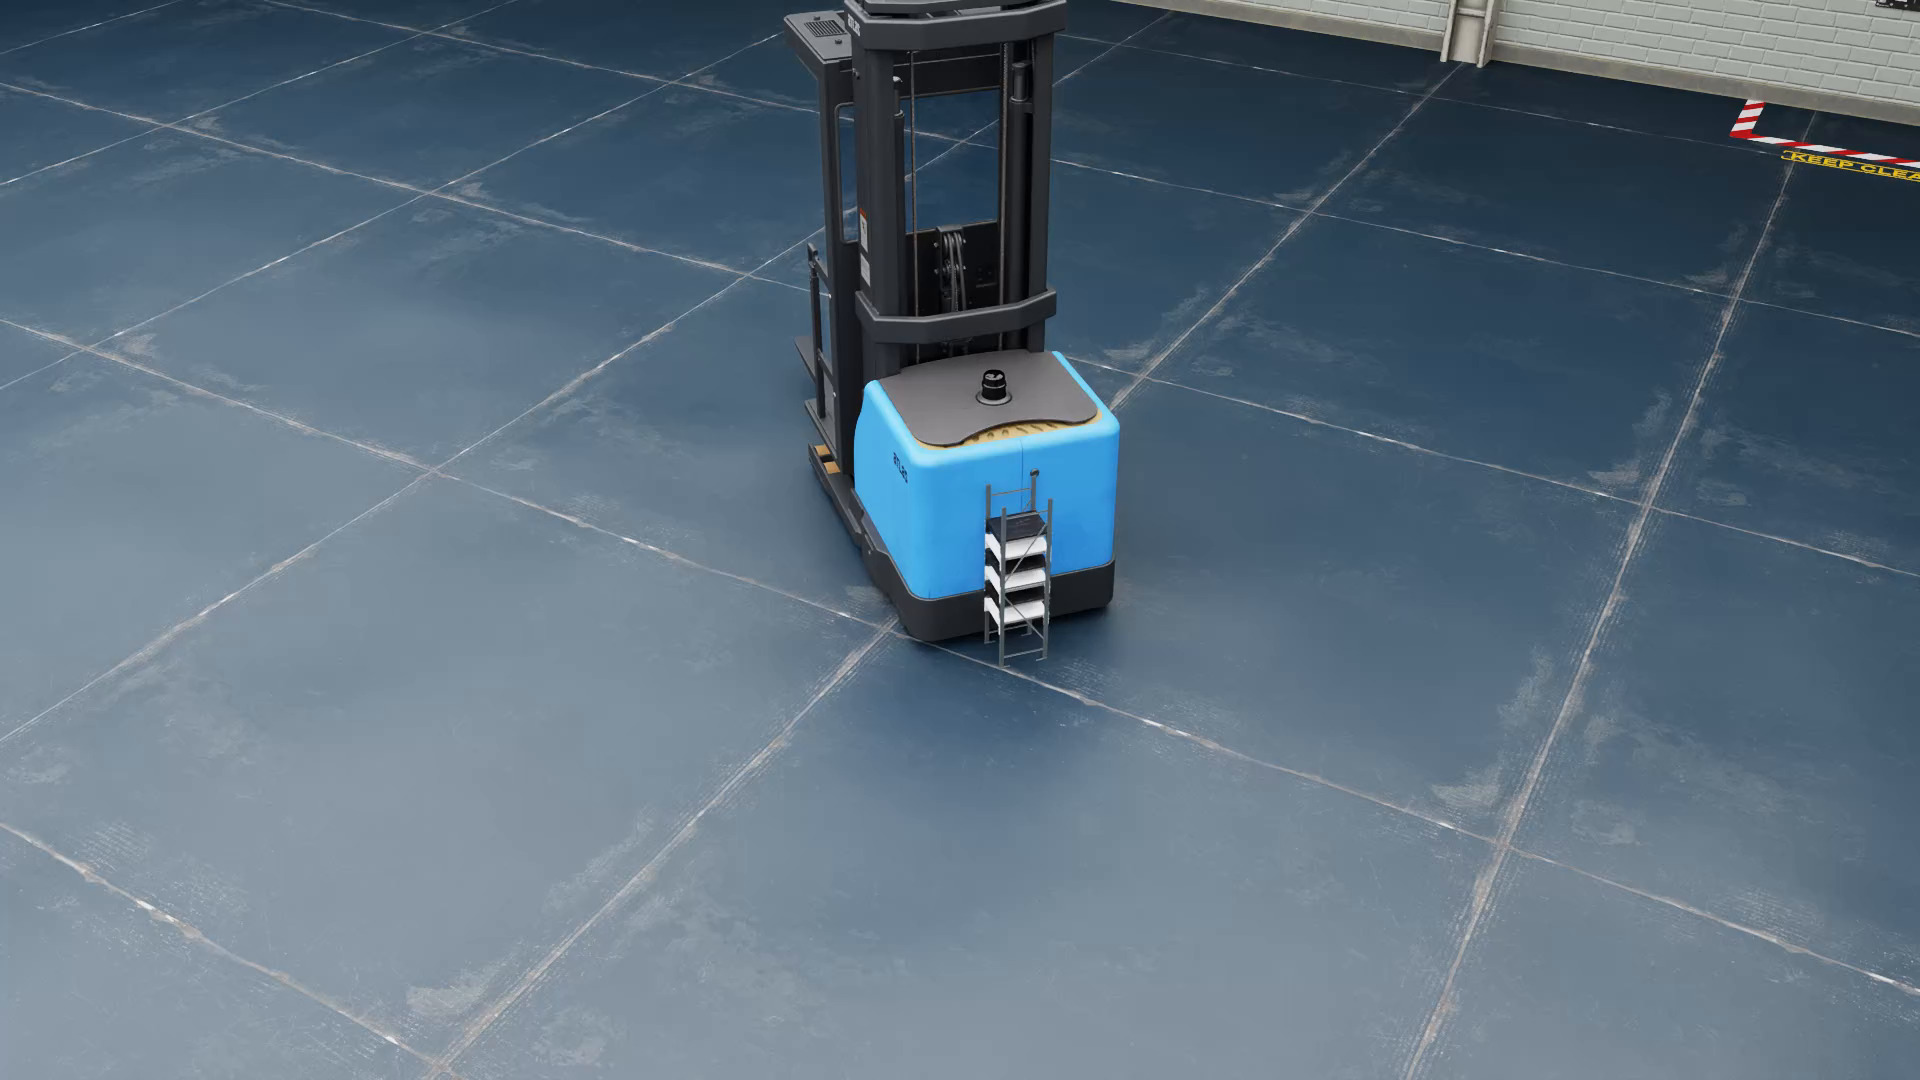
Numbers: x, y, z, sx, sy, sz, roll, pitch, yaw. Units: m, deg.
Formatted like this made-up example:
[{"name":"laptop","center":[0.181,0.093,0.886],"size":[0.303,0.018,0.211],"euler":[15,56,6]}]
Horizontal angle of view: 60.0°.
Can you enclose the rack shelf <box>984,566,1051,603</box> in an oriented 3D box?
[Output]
[{"name":"rack shelf","center":[0.266,0.184,7.721],"size":[0.258,0.077,0.200],"euler":[-11,35,-16]}]

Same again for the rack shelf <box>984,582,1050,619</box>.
[{"name":"rack shelf","center":[0.266,0.259,7.771],"size":[0.258,0.077,0.200],"euler":[-11,35,-16]}]

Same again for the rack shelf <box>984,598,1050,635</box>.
[{"name":"rack shelf","center":[0.266,0.334,7.821],"size":[0.258,0.077,0.200],"euler":[-11,35,-16]}]

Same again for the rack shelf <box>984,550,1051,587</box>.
[{"name":"rack shelf","center":[0.266,0.109,7.671],"size":[0.258,0.077,0.200],"euler":[-11,35,-16]}]

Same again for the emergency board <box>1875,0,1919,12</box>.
[{"name":"emergency board","center":[7.784,-4.771,13.209],"size":[0.626,1.169,0.157],"euler":[18,37,24]}]

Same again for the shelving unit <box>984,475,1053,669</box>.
[{"name":"shelving unit","center":[0.266,0.157,7.703],"size":[0.258,0.900,0.210],"euler":[-11,35,-16]}]

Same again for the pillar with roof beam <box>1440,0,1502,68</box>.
[{"name":"pillar with roof beam","center":[2.563,-6.138,9.848],"size":[0.400,9.000,9.100],"euler":[18,37,24]}]

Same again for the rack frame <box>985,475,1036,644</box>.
[{"name":"rack frame","center":[0.233,0.103,7.783],"size":[0.240,0.900,0.006],"euler":[-11,35,-16]}]

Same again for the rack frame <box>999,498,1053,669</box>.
[{"name":"rack frame","center":[0.299,0.210,7.623],"size":[0.240,0.900,0.006],"euler":[-11,35,-16]}]

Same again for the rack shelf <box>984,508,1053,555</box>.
[{"name":"rack shelf","center":[0.266,-0.040,7.572],"size":[0.258,0.077,0.200],"euler":[-11,35,-16]}]

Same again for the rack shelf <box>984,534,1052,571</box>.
[{"name":"rack shelf","center":[0.266,0.035,7.622],"size":[0.258,0.077,0.200],"euler":[-11,35,-16]}]

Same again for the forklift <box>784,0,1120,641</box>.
[{"name":"forklift","center":[-0.205,-1.550,8.434],"size":[1.130,2.935,3.031],"euler":[-11,35,-16]}]

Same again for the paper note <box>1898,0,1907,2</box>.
[{"name":"paper note","center":[7.663,-4.475,13.559],"size":[0.142,0.148,0.016],"euler":[18,37,24]}]
